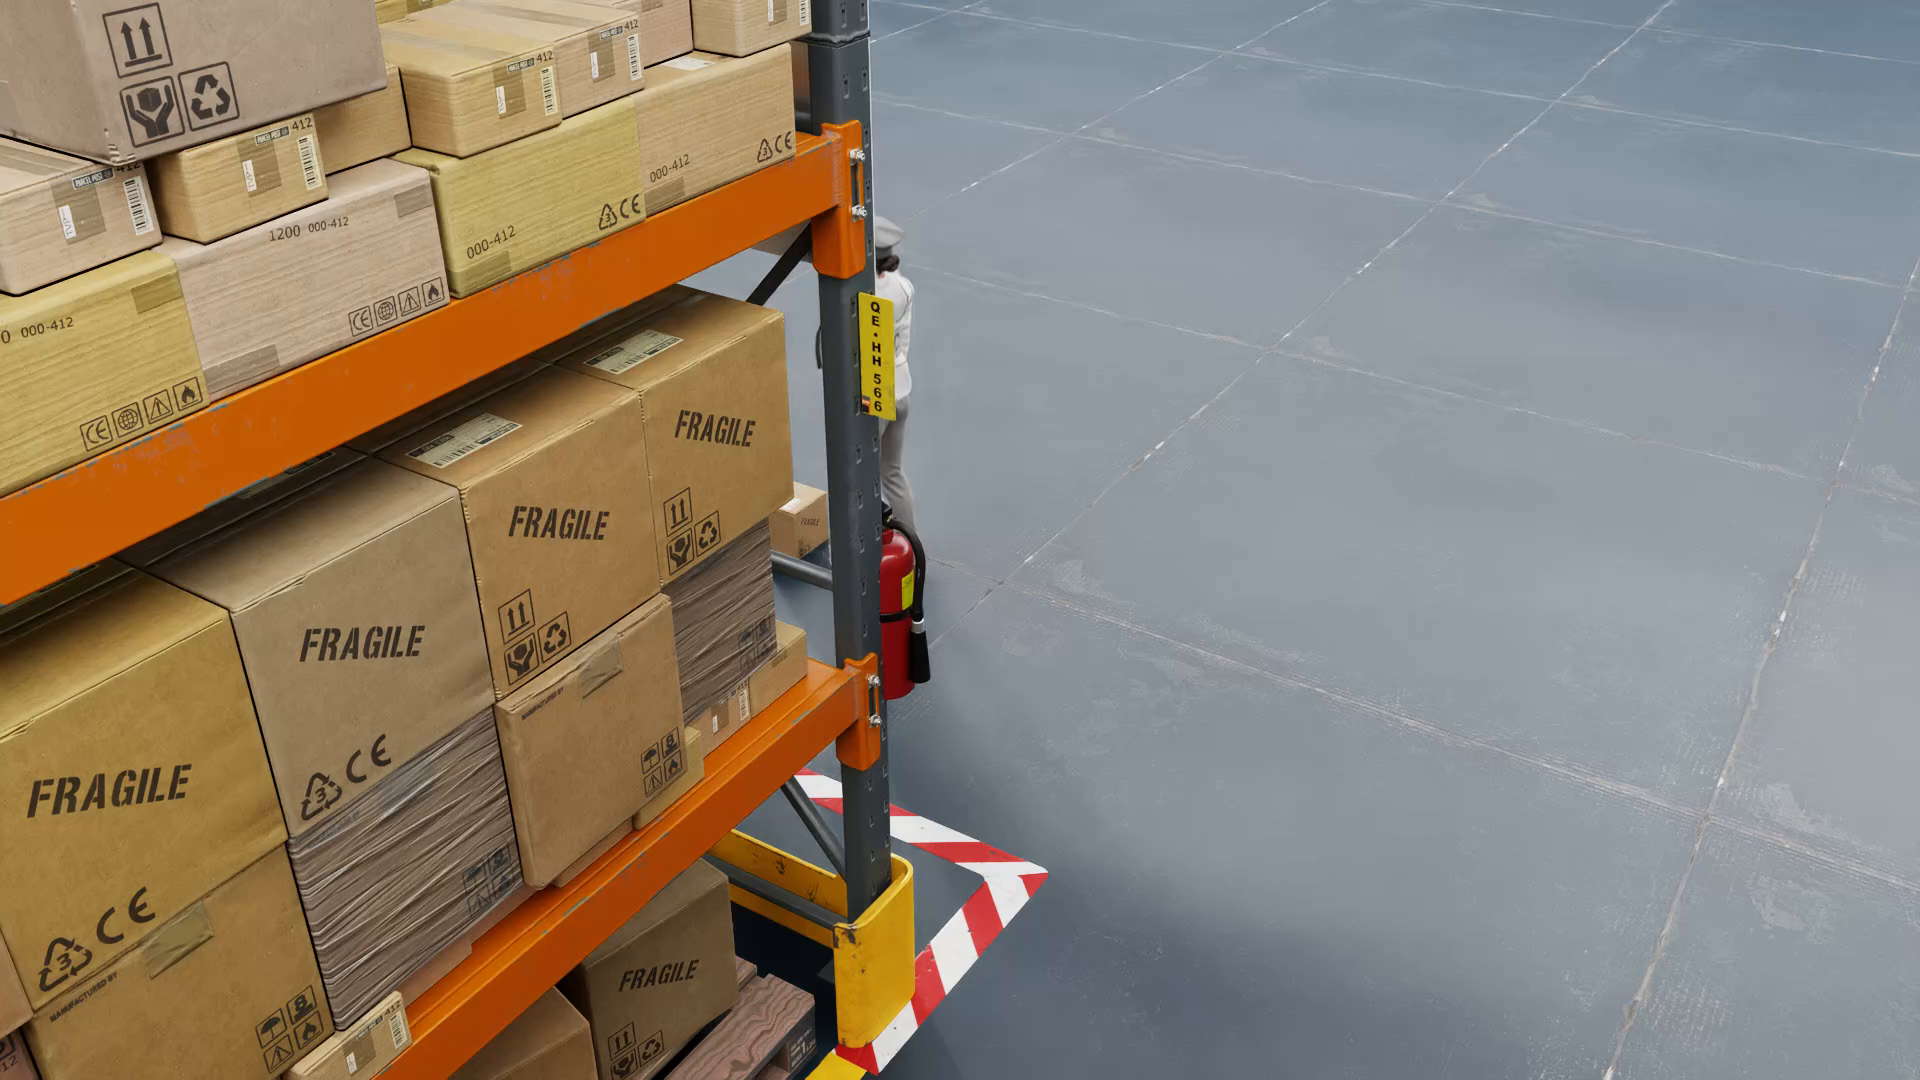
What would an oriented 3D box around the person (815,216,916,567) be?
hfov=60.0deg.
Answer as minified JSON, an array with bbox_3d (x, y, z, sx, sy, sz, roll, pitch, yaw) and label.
[{"bbox_3d":[-0.395,-0.569,7.087,0.337,1.683,0.467,19,35,28],"label":"person"}]
